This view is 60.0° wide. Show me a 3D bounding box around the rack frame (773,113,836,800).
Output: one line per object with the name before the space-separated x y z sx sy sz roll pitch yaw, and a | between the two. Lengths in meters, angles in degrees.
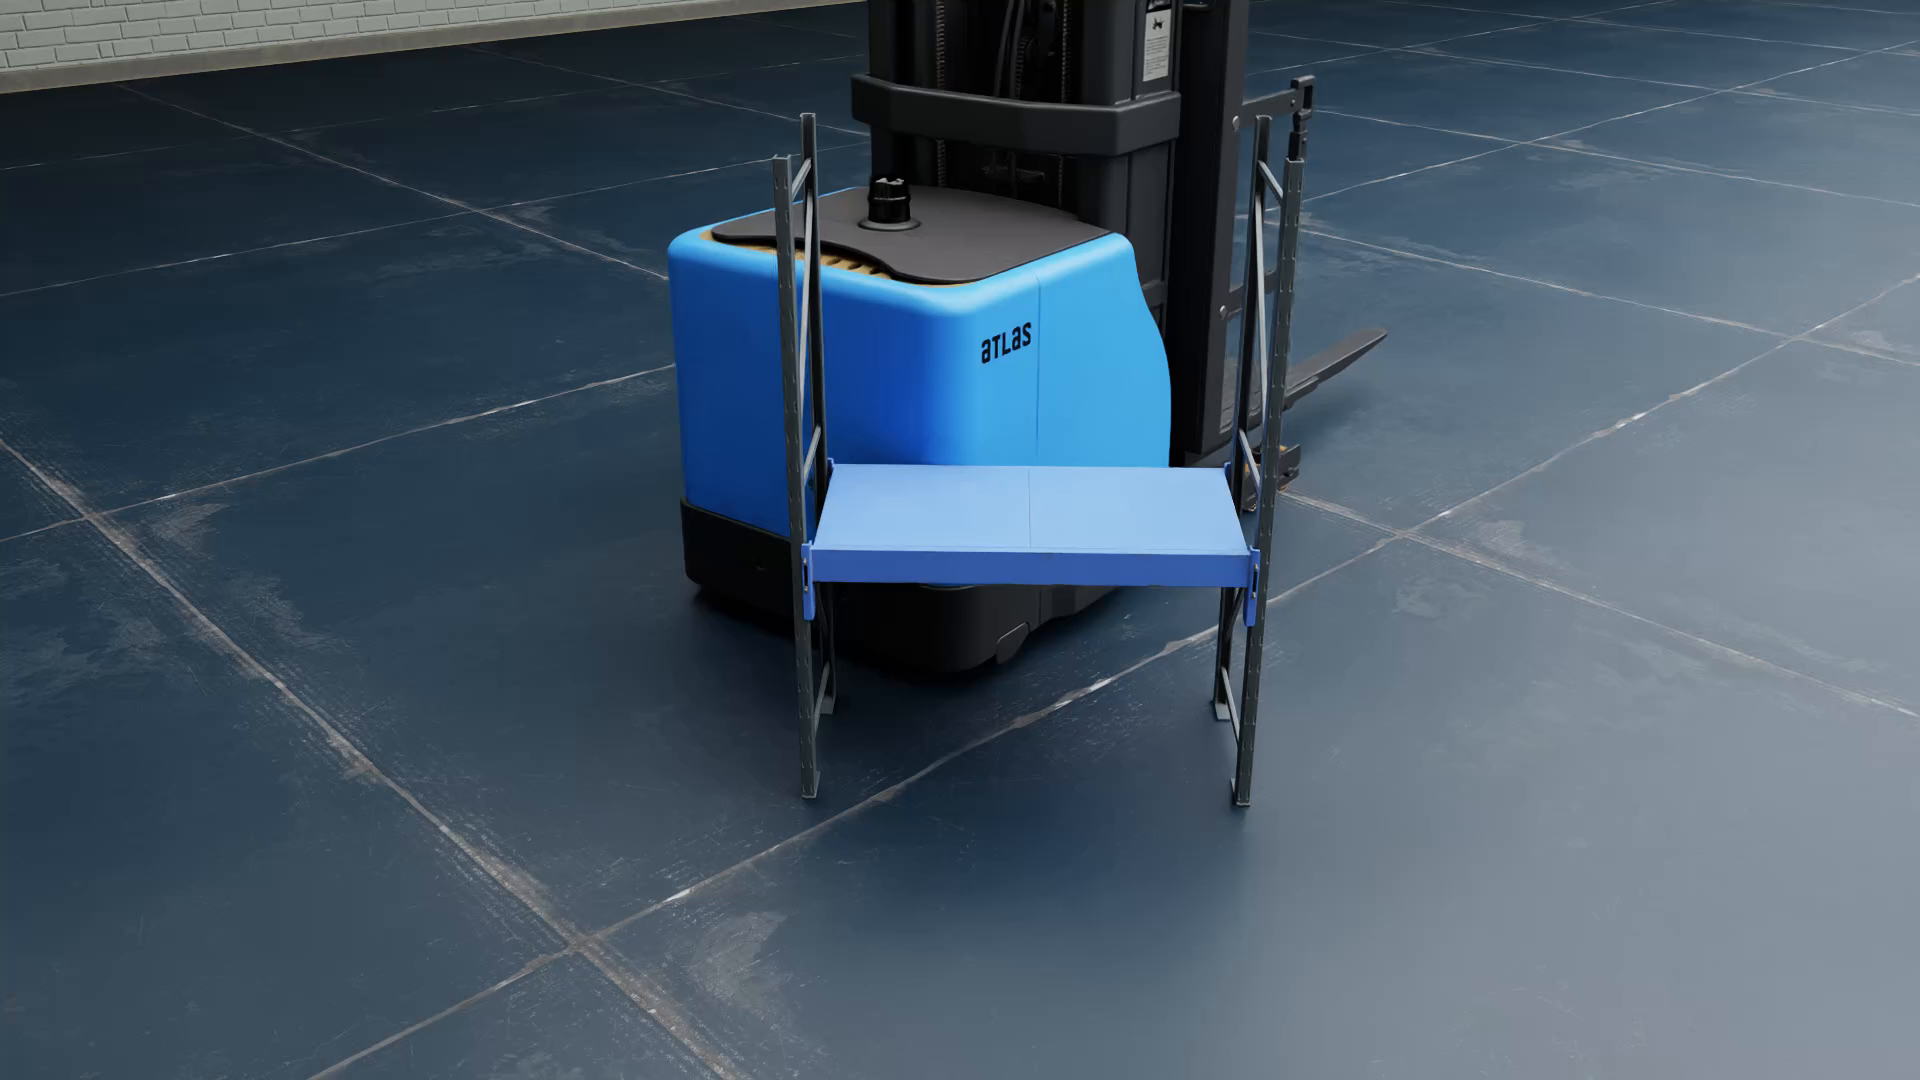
rack frame | -0.348 -0.175 3.827 0.032 1.500 0.500 1 25 2

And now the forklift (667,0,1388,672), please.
forklift | 0.491 -1.537 5.087 1.130 2.935 3.031 18 30 34

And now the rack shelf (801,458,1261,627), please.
rack shelf | 0.160 -0.005 3.888 1.000 0.185 0.538 1 25 2

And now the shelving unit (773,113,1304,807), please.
shelving unit | 0.160 -0.169 3.813 1.048 1.500 0.538 1 25 2

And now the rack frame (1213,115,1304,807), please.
rack frame | 0.668 -0.162 3.799 0.032 1.500 0.500 1 25 2
